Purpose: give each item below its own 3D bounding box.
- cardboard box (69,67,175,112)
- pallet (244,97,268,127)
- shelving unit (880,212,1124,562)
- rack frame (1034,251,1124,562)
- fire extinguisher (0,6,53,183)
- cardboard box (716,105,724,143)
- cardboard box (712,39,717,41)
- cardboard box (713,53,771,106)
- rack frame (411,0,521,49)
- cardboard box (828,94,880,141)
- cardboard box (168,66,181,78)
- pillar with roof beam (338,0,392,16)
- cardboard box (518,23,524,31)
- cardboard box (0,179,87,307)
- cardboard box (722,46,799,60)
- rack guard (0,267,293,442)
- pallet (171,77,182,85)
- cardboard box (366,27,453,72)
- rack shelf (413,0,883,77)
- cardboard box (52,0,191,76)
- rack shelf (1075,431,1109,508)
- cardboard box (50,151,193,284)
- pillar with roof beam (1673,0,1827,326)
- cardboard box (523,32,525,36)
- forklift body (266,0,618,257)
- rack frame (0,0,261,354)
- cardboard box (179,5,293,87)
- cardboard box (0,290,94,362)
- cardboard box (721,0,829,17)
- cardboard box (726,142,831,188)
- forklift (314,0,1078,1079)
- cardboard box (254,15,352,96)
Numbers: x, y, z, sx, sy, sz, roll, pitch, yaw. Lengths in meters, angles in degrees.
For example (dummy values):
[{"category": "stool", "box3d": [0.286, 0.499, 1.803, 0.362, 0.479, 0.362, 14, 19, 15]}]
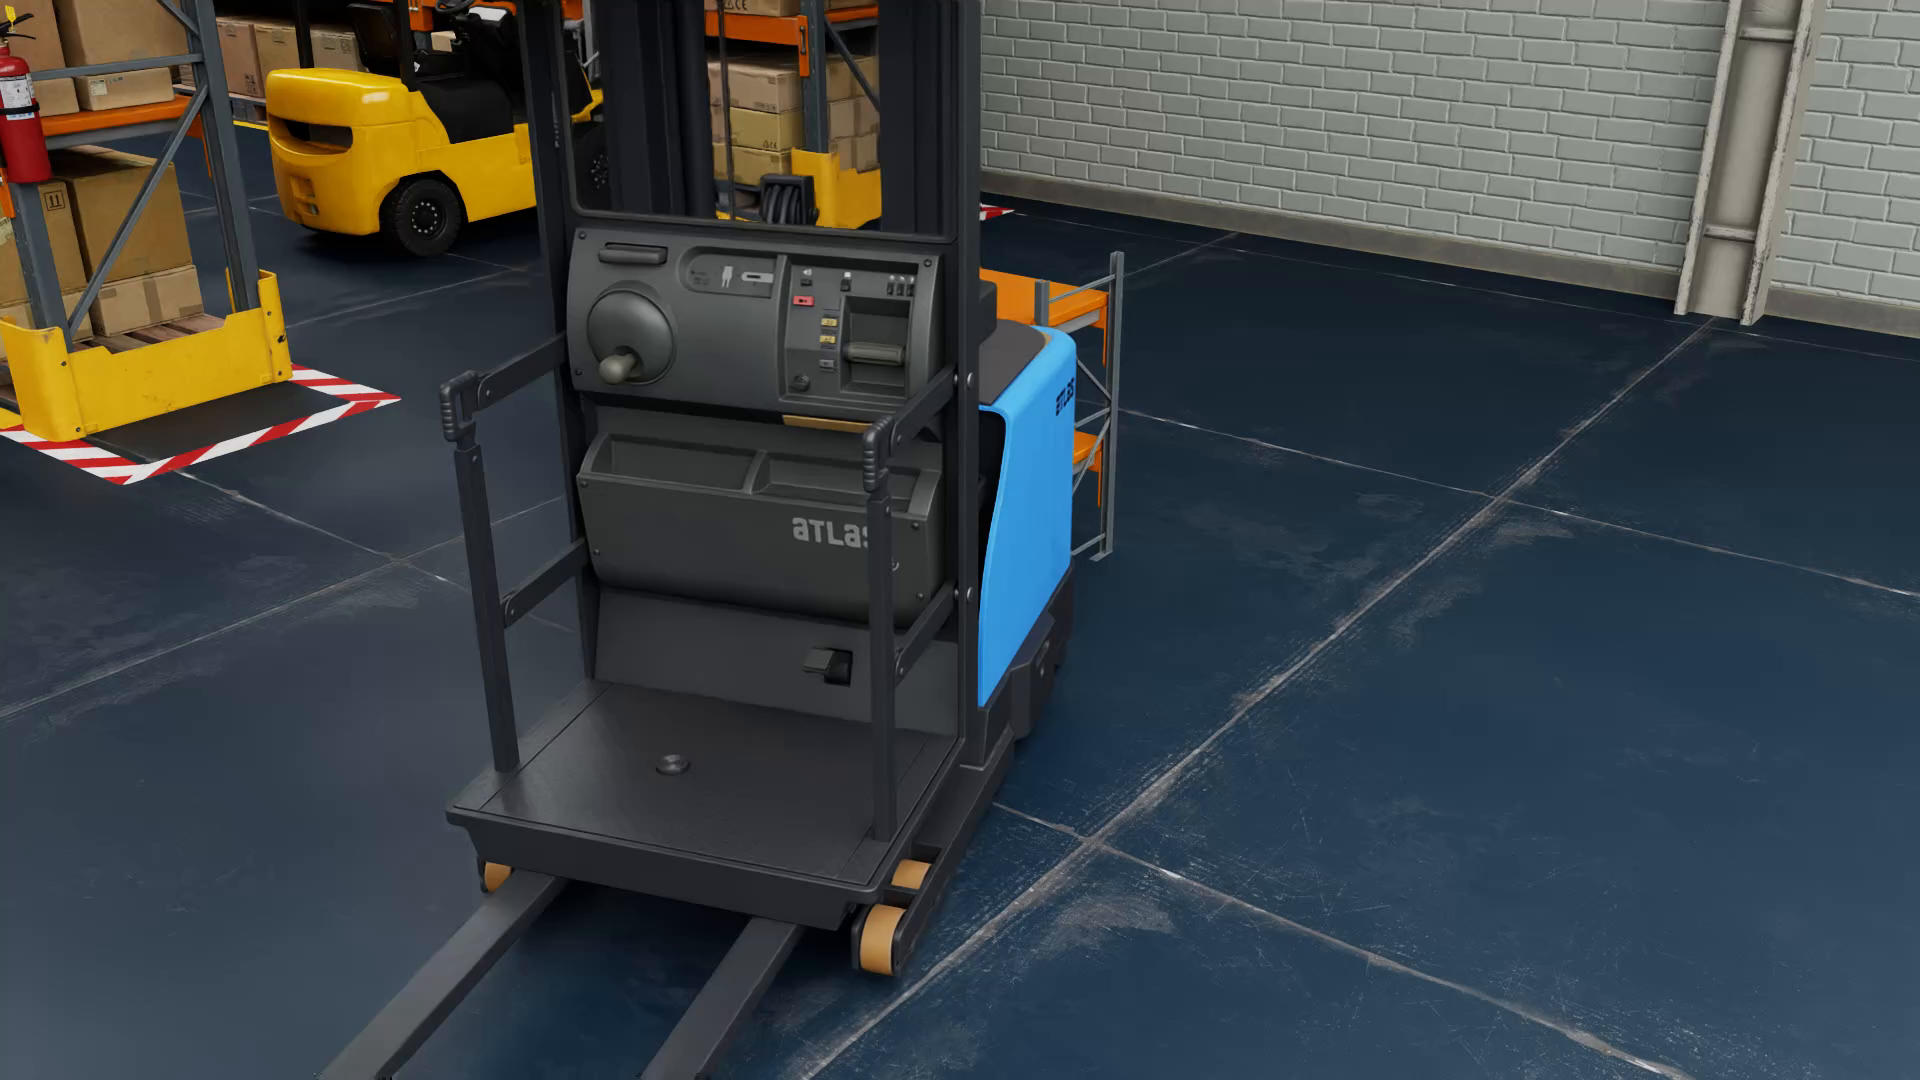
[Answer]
[{"category": "cardboard box", "box3d": [-3.774, -2.032, 7.452, 0.250, 0.149, 0.380, 17, 29, 33]}, {"category": "pallet", "box3d": [-5.446, -3.752, 14.503, 1.213, 0.211, 1.003, 17, 29, 33]}, {"category": "shelving unit", "box3d": [-0.005, -0.516, 6.027, 1.048, 1.125, 0.538, 17, 29, 33]}, {"category": "rack frame", "box3d": [0.401, -0.393, 5.748, 0.032, 1.125, 0.500, 17, 29, 33]}, {"category": "fire extinguisher", "box3d": [-3.811, -1.786, 6.679, 0.183, 0.674, 0.296, 17, 29, 33]}, {"category": "cardboard box", "box3d": [-1.624, -2.904, 11.391, 0.500, 0.250, 0.500, 16, 29, 33]}, {"category": "cardboard box", "box3d": [-2.125, -3.539, 12.211, 0.500, 0.250, 0.500, 16, 28, 32]}, {"category": "cardboard box", "box3d": [-1.620, -3.124, 11.269, 0.500, 0.250, 0.500, 17, 29, 34]}, {"category": "rack frame", "box3d": [-3.853, -4.567, 12.896, 0.127, 3.000, 1.000, 17, 29, 33]}, {"category": "cardboard box", "box3d": [-0.904, -2.943, 11.479, 0.500, 0.250, 0.500, 17, 29, 34]}, {"category": "cardboard box", "box3d": [-7.521, -4.616, 15.585, 0.500, 0.500, 0.500, 18, 29, 35]}, {"category": "pillar with roof beam", "box3d": [-8.052, -6.866, 10.673, 0.400, 9.000, 9.100, 17, 29, 33]}, {"category": "cardboard box", "box3d": [-3.343, -3.902, 13.035, 0.500, 0.250, 0.500, 17, 29, 34]}, {"category": "cardboard box", "box3d": [-4.424, -1.384, 7.631, 0.500, 0.500, 0.500, 17, 29, 34]}, {"category": "cardboard box", "box3d": [-1.325, -3.288, 11.642, 0.500, 0.250, 0.500, 17, 29, 33]}, {"category": "rack guard", "box3d": [-3.687, -0.872, 7.609, 0.348, 0.500, 1.175, 17, 29, 33]}, {"category": "pallet", "box3d": [-7.629, -4.451, 16.091, 1.213, 0.211, 1.003, 17, 29, 33]}, {"category": "cardboard box", "box3d": [-4.277, -3.795, 13.568, 0.625, 0.625, 0.875, 18, 30, 36]}, {"category": "rack shelf", "box3d": [-2.253, -3.754, 11.943, 4.000, 0.370, 1.077, 17, 29, 33]}, {"category": "cardboard box", "box3d": [-3.839, -2.383, 7.446, 0.500, 0.500, 0.500, 16, 29, 33]}, {"category": "rack shelf", "box3d": [-0.005, -0.293, 6.125, 1.000, 0.278, 0.538, 17, 29, 33]}, {"category": "cardboard box", "box3d": [-4.125, -1.564, 8.040, 0.500, 0.500, 0.500, 16, 28, 32]}, {"category": "pillar with roof beam", "box3d": [1.550, -3.965, 4.087, 0.400, 9.000, 9.100, 17, 29, 33]}, {"category": "cardboard box", "box3d": [-3.251, -3.614, 12.380, 0.500, 0.250, 0.500, 17, 29, 33]}, {"category": "forklift body", "box3d": [-3.264, -3.081, 10.576, 1.214, 2.155, 2.313, 17, 29, 33]}, {"category": "rack frame", "box3d": [-3.626, -1.998, 7.063, 0.127, 3.000, 1.000, 17, 29, 33]}, {"category": "cardboard box", "box3d": [-6.563, -4.485, 15.133, 0.625, 0.625, 0.875, 18, 29, 35]}, {"category": "cardboard box", "box3d": [-4.454, -1.046, 7.793, 0.500, 0.250, 0.500, 17, 29, 33]}, {"category": "cardboard box", "box3d": [-1.204, -3.680, 10.758, 0.500, 0.500, 0.500, 16, 28, 32]}, {"category": "cardboard box", "box3d": [-1.218, -2.546, 11.197, 0.500, 0.250, 0.500, 17, 29, 34]}, {"category": "forklift", "box3d": [-0.555, -0.505, 3.760, 1.130, 2.935, 3.031, 7, 25, 16]}, {"category": "cardboard box", "box3d": [-5.496, -4.167, 14.411, 0.625, 0.625, 0.875, 15, 28, 31]}]
